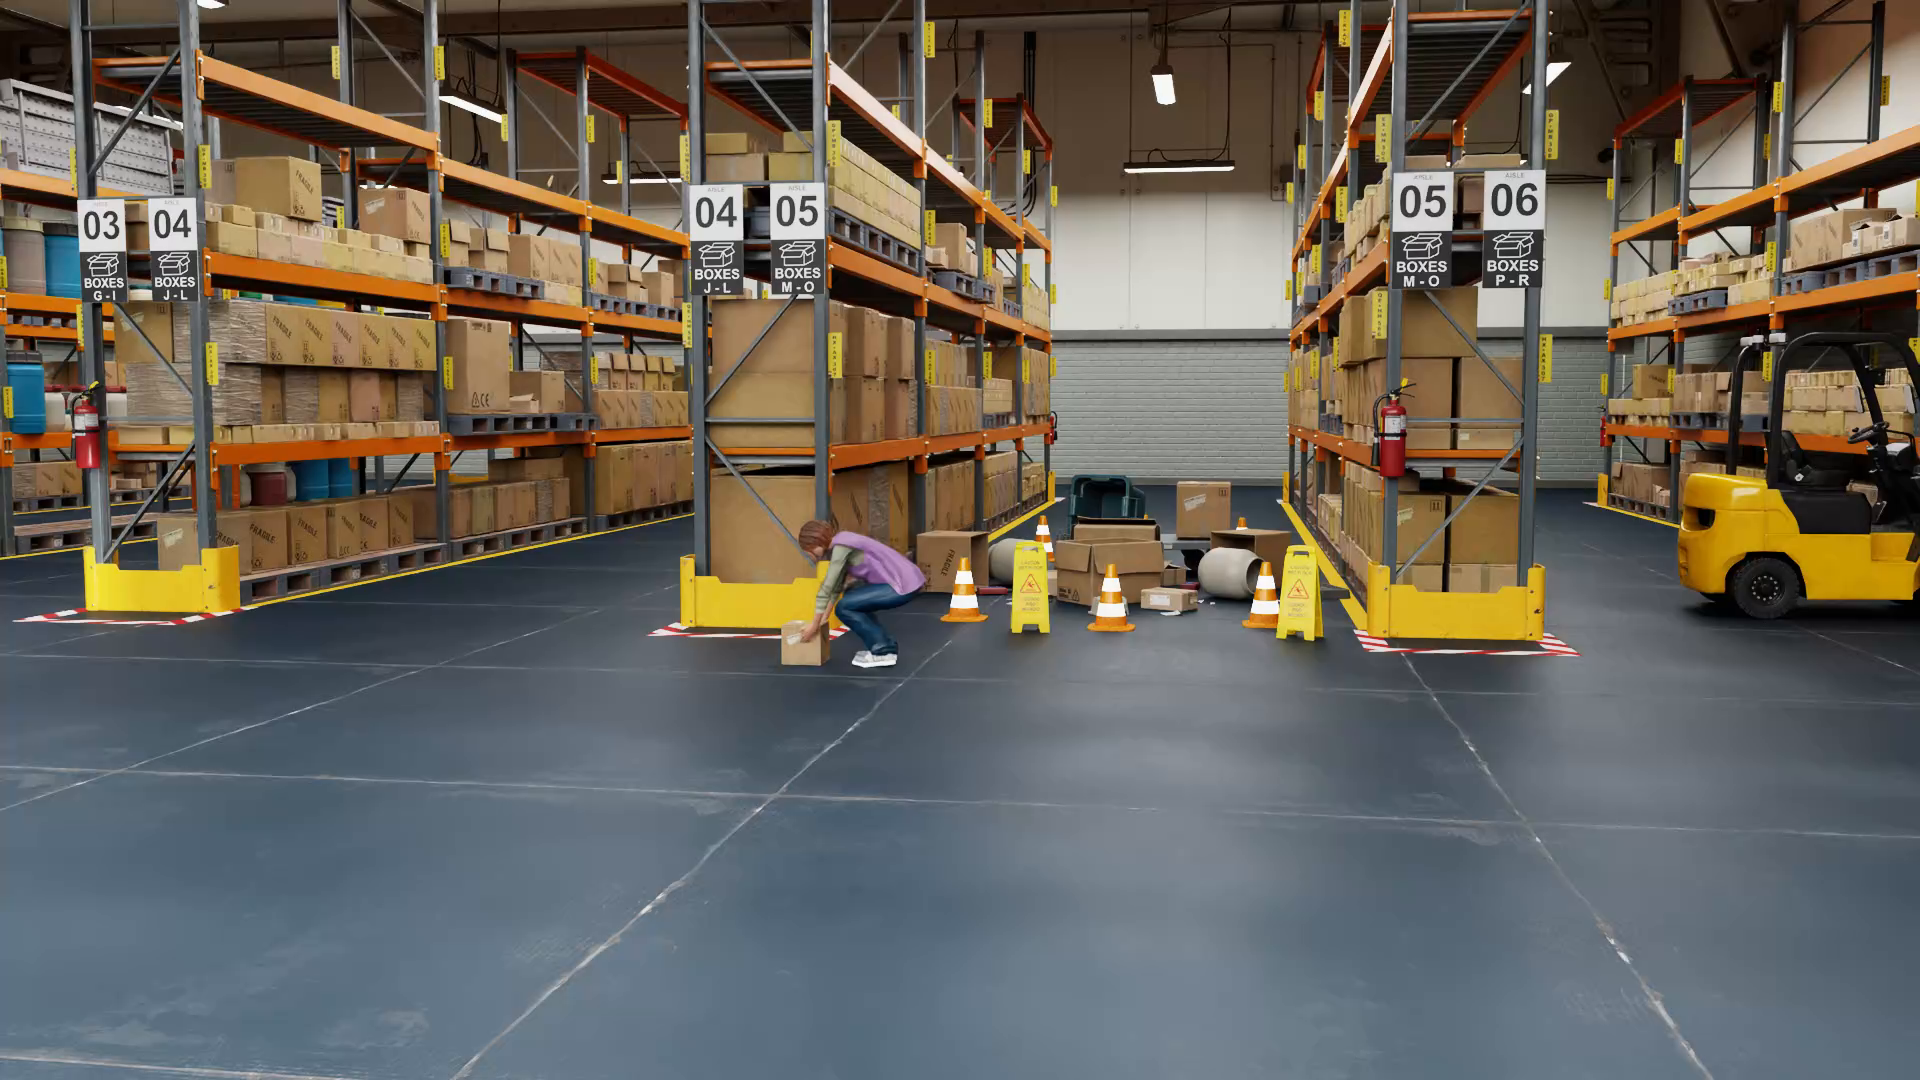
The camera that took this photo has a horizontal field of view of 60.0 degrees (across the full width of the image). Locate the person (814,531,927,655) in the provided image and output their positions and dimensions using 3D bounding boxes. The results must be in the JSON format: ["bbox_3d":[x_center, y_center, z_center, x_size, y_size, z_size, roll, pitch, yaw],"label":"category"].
[{"bbox_3d":[-0.547,0.328,10.353,0.666,0.768,0.443,1,5,8],"label":"person"}]
